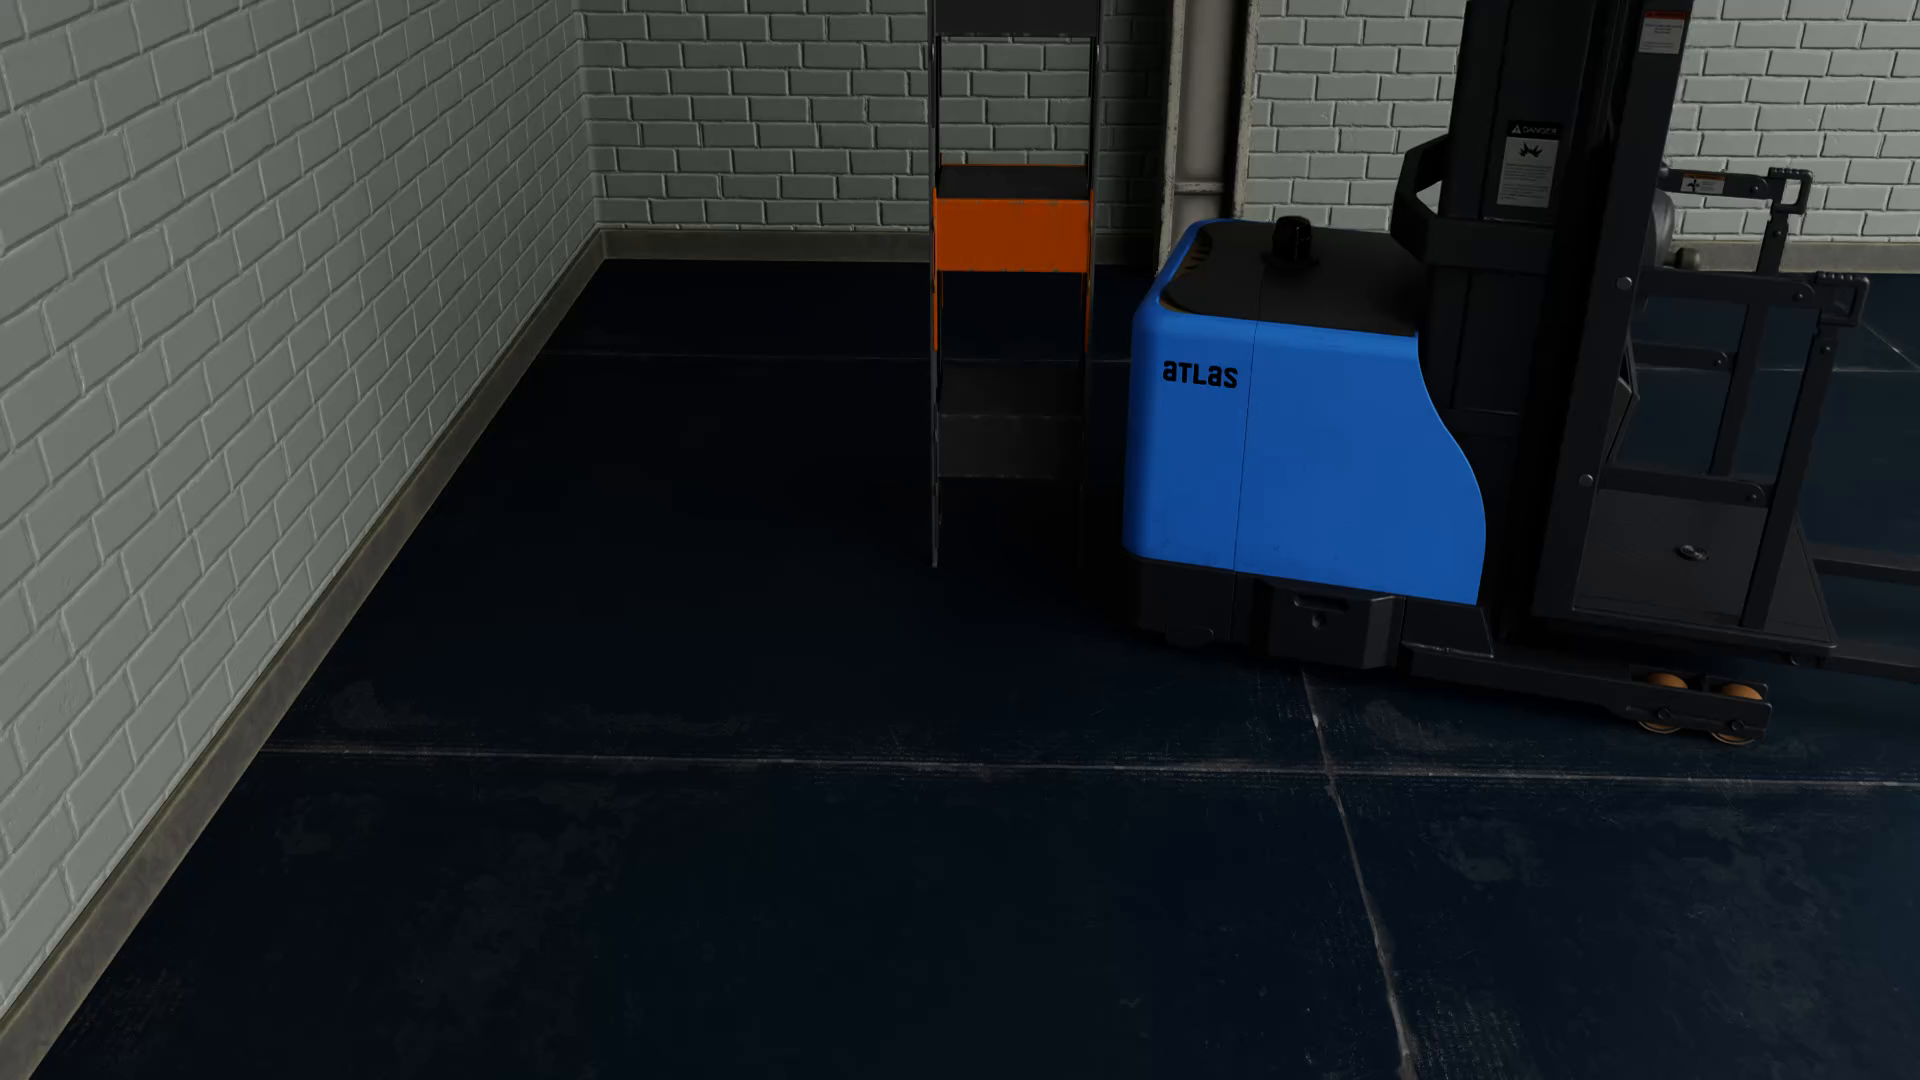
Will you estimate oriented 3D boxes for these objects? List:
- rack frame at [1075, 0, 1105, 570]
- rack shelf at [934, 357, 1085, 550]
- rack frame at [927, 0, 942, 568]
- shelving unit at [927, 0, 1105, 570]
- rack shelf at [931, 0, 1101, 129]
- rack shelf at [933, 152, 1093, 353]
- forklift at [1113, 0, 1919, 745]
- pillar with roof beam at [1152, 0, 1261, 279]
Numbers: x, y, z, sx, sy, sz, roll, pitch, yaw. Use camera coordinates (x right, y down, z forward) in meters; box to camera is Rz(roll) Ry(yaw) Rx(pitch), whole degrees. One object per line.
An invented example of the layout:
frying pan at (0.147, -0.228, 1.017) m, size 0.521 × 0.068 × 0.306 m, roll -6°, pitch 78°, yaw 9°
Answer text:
rack frame at (0.409, -0.921, 5.245) m, size 0.015 × 2.100 × 0.400 m, roll 1°, pitch 28°, yaw 2°
rack shelf at (0.165, -0.294, 5.587) m, size 0.480 × 0.518 × 0.431 m, roll 1°, pitch 28°, yaw 2°
rack frame at (-0.078, -0.929, 5.261) m, size 0.015 × 2.100 × 0.400 m, roll 1°, pitch 28°, yaw 2°
shelving unit at (0.165, -0.925, 5.253) m, size 0.503 × 2.100 × 0.431 m, roll 1°, pitch 28°, yaw 2°
rack shelf at (0.165, -1.531, 4.932) m, size 0.480 × 0.518 × 0.431 m, roll 1°, pitch 28°, yaw 2°
rack shelf at (0.165, -0.913, 5.259) m, size 0.480 × 0.518 × 0.431 m, roll 1°, pitch 28°, yaw 2°
forklift at (2.052, -0.999, 4.506) m, size 3.031 × 2.935 × 1.130 m, roll 8°, pitch 29°, yaw 15°
pillar with roof beam at (1.010, -3.284, 2.337) m, size 0.400 × 9.000 × 9.100 m, roll 1°, pitch 28°, yaw 2°
